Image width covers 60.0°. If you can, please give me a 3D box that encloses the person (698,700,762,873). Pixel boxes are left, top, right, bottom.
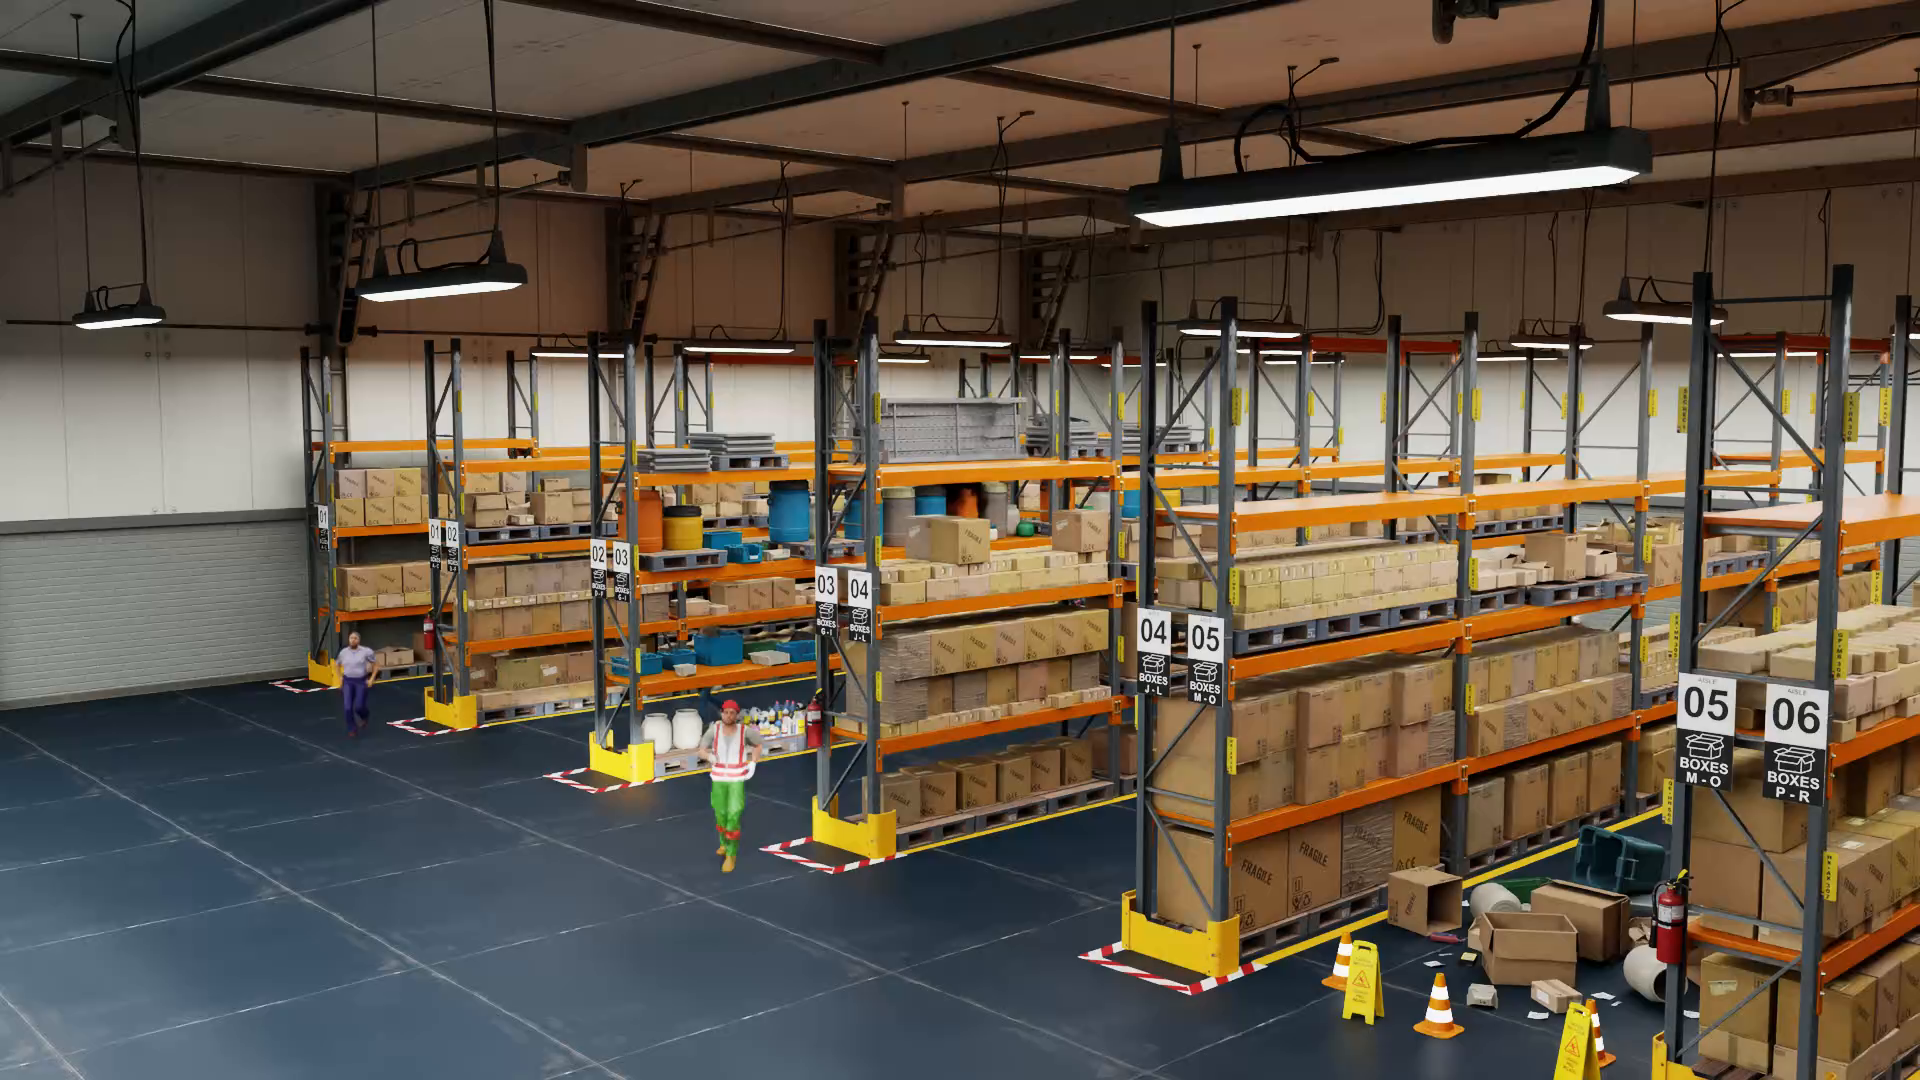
[{"bbox_3d":[-2.538,2.665,18.244,0.665,1.846,0.711,0,5,5],"label":"person"}]

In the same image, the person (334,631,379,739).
[{"bbox_3d":[-9.094,2.183,25.074,0.642,1.605,0.538,-1,5,-8],"label":"person"}]

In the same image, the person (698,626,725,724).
[{"bbox_3d":[-3.878,2.110,25.603,0.538,1.605,0.877,4,6,37],"label":"person"}]

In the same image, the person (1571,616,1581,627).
[{"bbox_3d":[9.898,2.020,26.730,0.593,1.617,0.585,4,7,40],"label":"person"}]
